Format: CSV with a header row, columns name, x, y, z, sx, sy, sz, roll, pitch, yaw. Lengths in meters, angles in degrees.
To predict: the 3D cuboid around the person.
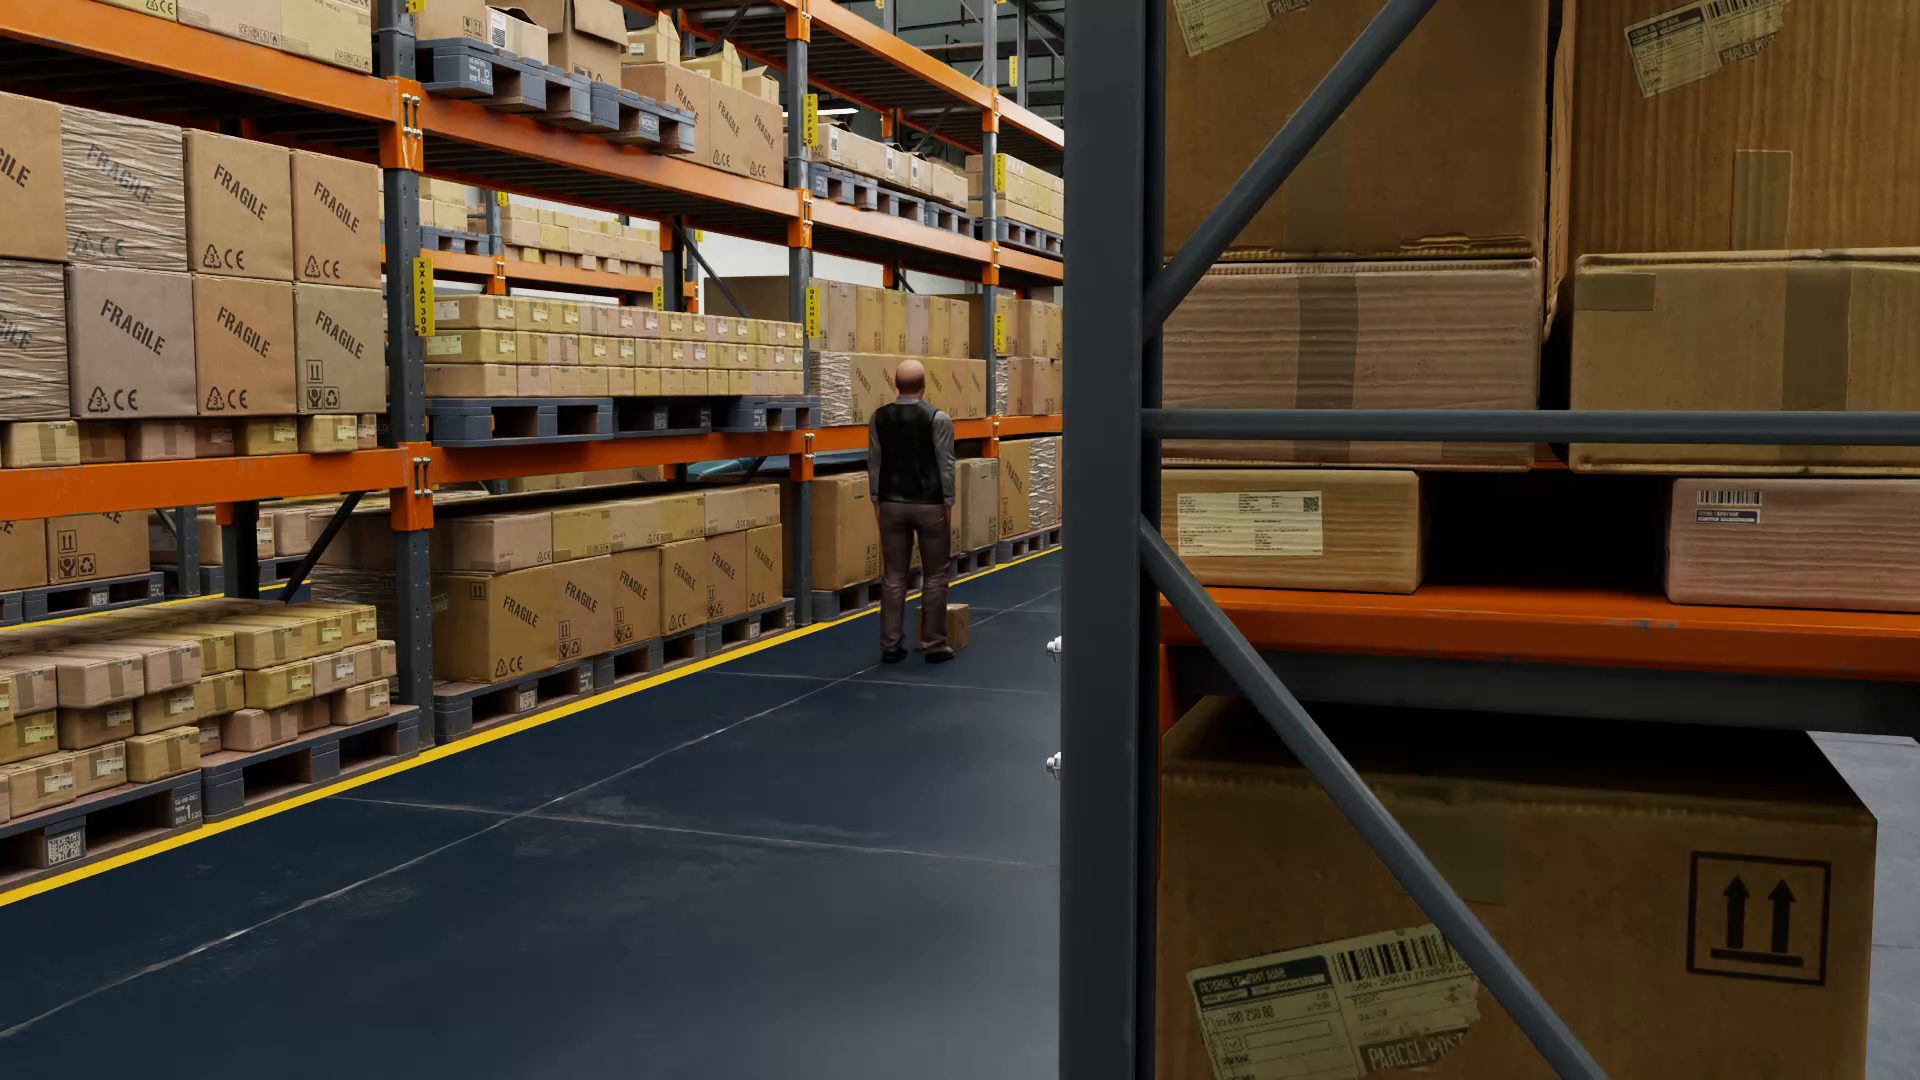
name,x,y,z,sx,sy,sz,roll,pitch,yaw
person,-0.268,-0.119,9.504,0.532,1.633,0.357,2,5,20
